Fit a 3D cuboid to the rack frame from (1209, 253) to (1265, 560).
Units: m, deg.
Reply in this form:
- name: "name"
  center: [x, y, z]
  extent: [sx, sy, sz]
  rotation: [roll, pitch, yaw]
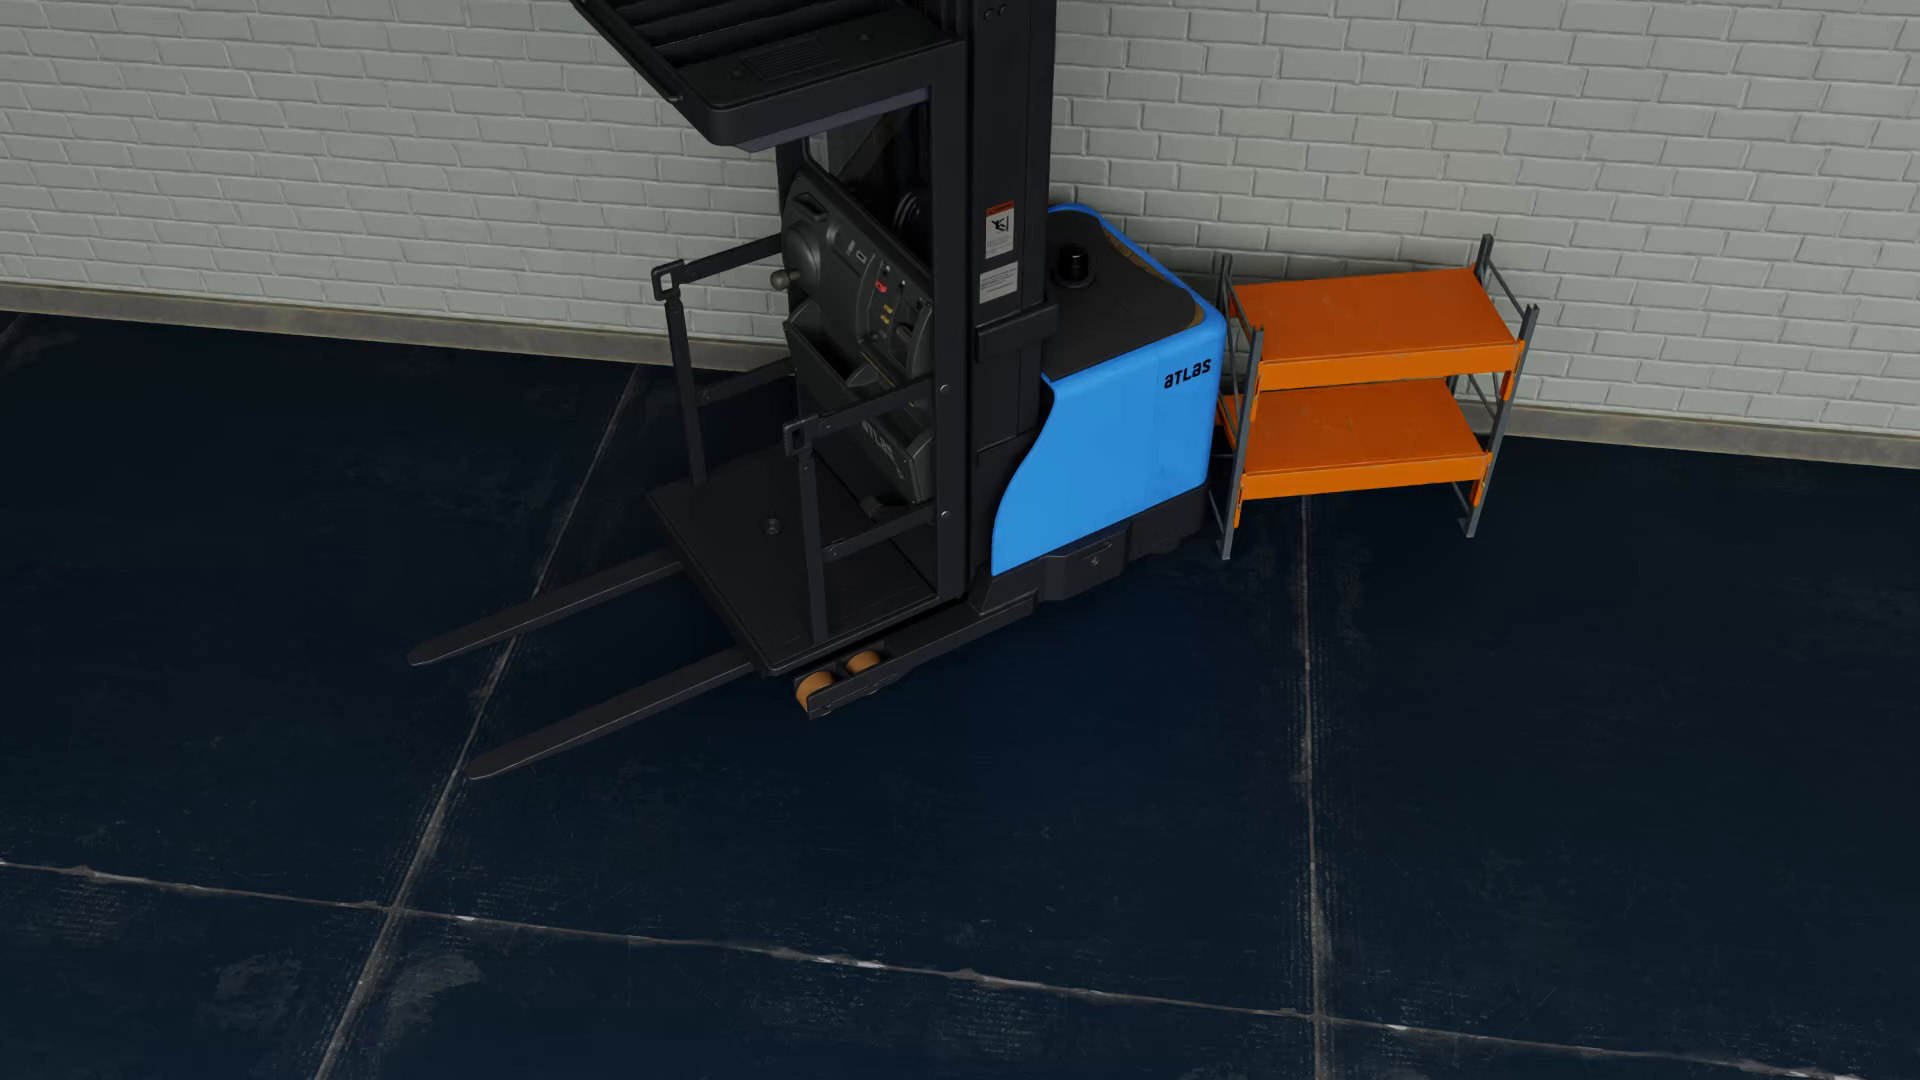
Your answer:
- name: "rack frame"
  center: [1.034, -0.500, 6.460]
  extent: [0.032, 1.125, 0.500]
  rotation: [-5, 44, -5]

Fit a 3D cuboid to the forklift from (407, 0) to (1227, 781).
- name: "forklift"
  center: [-0.531, -0.839, 5.504]
  extent: [3.031, 2.935, 1.130]
  rotation: [-23, 48, -22]

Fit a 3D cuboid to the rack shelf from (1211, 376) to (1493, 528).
- name: "rack shelf"
  center: [1.538, -0.367, 6.675]
  extent: [1.000, 0.278, 0.538]
  rotation: [-5, 44, -5]

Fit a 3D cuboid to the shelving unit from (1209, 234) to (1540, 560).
- name: "shelving unit"
  center: [1.538, -0.545, 6.507]
  extent: [1.048, 1.125, 0.538]
  rotation: [-5, 44, -5]

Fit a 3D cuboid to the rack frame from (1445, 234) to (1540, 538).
- name: "rack frame"
  center: [2.042, -0.589, 6.554]
  extent: [0.032, 1.125, 0.500]
  rotation: [-5, 44, -5]

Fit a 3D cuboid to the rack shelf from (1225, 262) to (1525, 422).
- name: "rack shelf"
  center: [1.538, -0.757, 6.306]
  extent: [1.000, 0.278, 0.538]
  rotation: [-5, 44, -5]
